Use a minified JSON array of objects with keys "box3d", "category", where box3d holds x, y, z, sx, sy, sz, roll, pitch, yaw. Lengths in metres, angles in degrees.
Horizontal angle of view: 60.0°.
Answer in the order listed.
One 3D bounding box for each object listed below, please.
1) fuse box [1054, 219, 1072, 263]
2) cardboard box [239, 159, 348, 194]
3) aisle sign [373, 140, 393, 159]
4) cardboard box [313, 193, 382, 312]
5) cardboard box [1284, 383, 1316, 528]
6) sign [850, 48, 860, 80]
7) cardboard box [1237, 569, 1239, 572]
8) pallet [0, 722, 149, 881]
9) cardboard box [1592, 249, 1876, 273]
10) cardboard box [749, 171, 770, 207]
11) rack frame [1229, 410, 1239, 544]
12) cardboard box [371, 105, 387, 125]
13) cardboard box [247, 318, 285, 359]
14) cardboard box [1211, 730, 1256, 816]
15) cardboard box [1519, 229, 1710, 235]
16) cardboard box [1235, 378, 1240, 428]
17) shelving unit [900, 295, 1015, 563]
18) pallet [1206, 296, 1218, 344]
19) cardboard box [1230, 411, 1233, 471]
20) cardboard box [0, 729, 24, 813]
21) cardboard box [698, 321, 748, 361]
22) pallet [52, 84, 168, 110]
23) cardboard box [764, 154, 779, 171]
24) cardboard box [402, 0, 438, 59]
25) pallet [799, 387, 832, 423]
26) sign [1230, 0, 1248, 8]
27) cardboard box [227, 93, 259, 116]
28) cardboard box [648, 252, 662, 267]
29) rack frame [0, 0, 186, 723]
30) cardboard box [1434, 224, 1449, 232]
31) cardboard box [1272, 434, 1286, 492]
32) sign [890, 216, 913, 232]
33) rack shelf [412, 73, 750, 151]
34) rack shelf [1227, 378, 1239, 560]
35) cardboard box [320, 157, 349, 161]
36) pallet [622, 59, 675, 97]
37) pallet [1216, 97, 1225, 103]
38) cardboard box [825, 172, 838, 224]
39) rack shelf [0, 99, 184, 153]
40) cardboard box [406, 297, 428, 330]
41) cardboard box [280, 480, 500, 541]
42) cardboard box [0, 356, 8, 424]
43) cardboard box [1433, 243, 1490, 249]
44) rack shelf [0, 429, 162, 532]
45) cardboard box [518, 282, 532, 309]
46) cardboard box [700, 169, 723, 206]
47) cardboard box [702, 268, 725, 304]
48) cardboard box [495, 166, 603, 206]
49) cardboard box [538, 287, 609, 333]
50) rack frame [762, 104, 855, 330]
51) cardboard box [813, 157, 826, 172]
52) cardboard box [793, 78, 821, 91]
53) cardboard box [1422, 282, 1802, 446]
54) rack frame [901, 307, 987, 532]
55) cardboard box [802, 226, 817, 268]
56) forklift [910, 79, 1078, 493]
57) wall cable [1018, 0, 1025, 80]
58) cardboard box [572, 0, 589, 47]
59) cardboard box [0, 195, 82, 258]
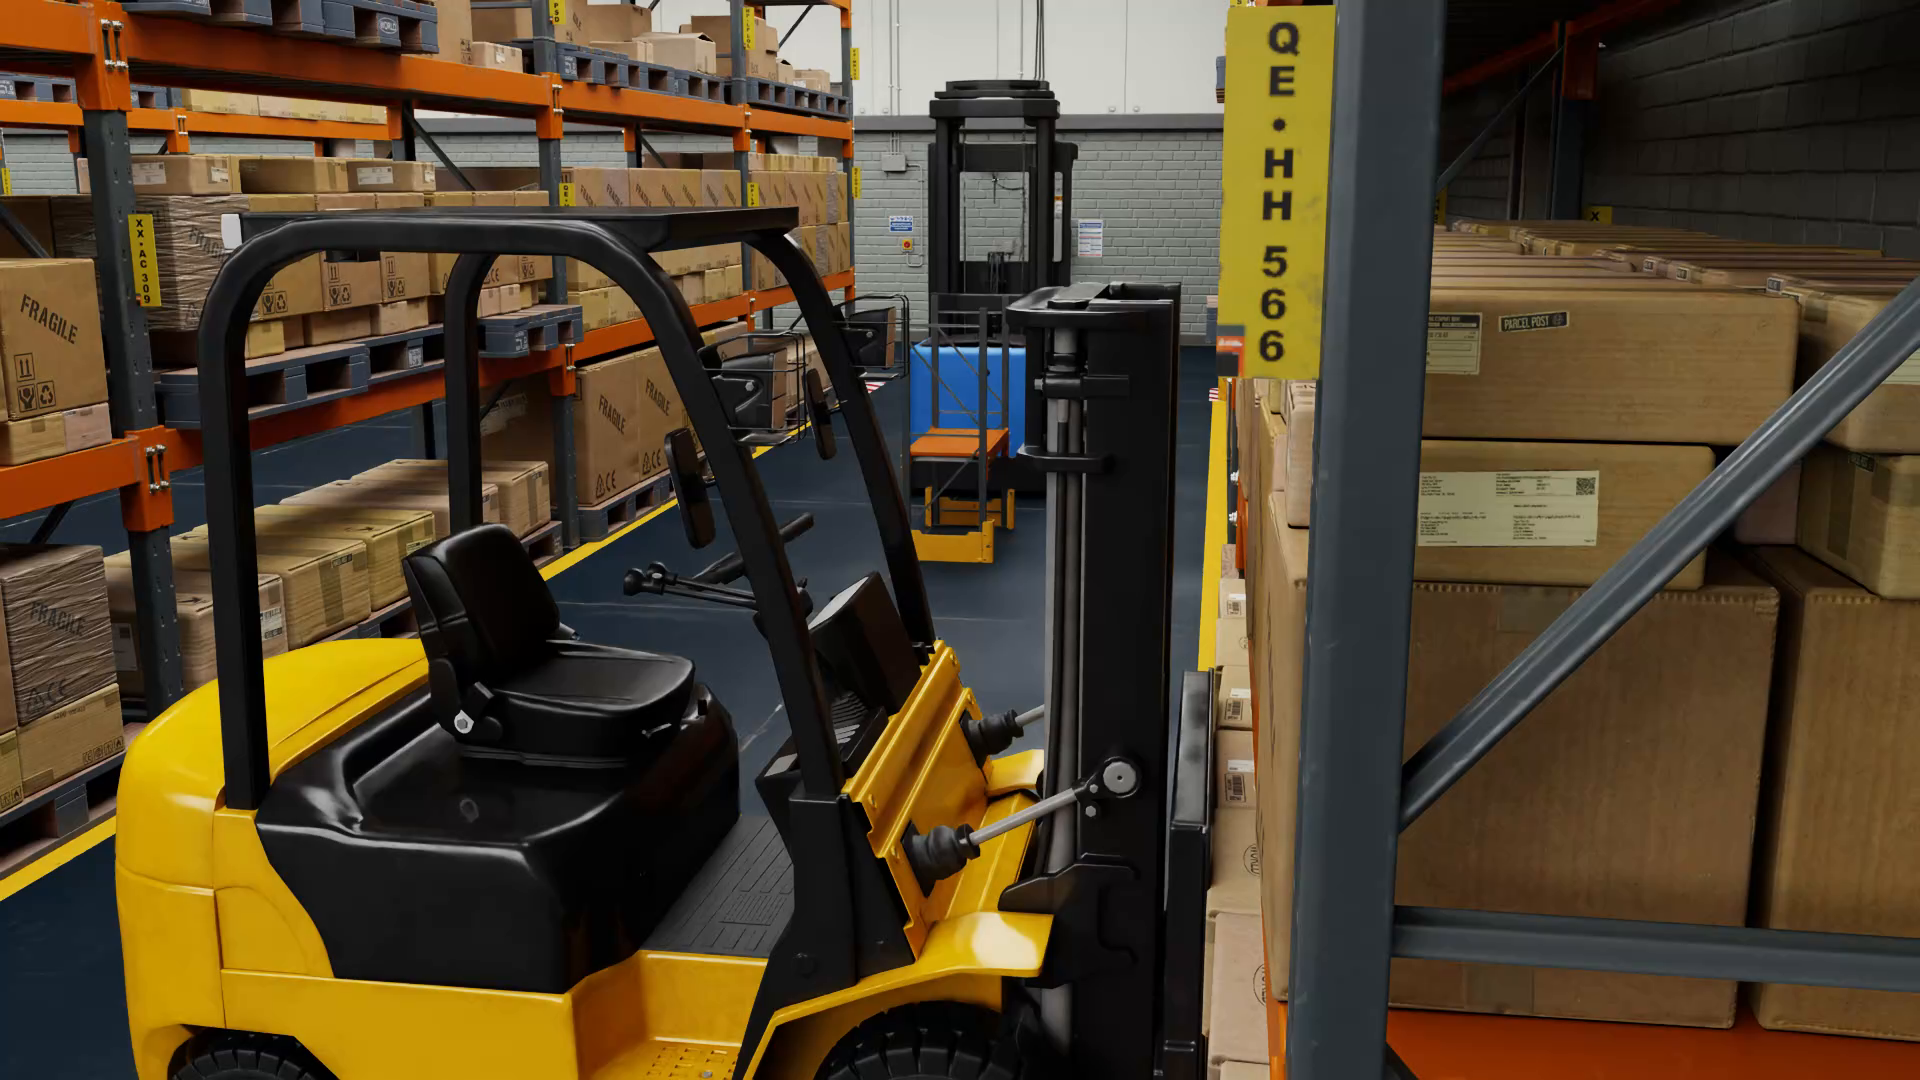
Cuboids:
[{"box3d":[1.271,-3.541,22.863,0.539,1.711,0.414,2,12,9],"category":"fuse box"},{"box3d":[-2.985,-1.629,7.454,0.380,0.149,0.250,3,12,12],"category":"cardboard box"},{"box3d":[-6.226,-4.510,18.132,0.394,0.787,0.004,2,12,9],"category":"aisle sign"},{"box3d":[-2.951,-1.291,7.426,0.500,0.500,0.500,2,12,8],"category":"cardboard box"},{"box3d":[0.604,-0.105,2.086,0.380,0.149,0.250,2,12,10],"category":"cardboard box"},{"box3d":[-1.092,-4.935,17.238,0.100,0.325,0.005,2,12,9],"category":"sign"},{"box3d":[1.939,-0.184,8.869,0.875,0.625,0.625,2,12,10],"category":"cardboard box"},{"box3d":[-3.540,0.907,5.782,1.003,0.211,1.213,2,12,9],"category":"pallet"},{"box3d":[1.249,-0.394,2.718,0.380,0.149,0.250,2,12,10],"category":"cardboard box"},{"box3d":[-1.929,-2.891,14.178,0.500,0.500,0.500,2,12,9],"category":"cardboard box"},{"box3d":[2.048,-1.269,9.264,1.000,3.000,0.127,2,12,9],"category":"rack frame"},{"box3d":[-6.342,-4.524,17.601,0.500,0.250,0.500,2,12,7],"category":"cardboard box"},{"box3d":[-3.028,-0.836,6.851,0.380,0.149,0.250,2,12,10],"category":"cardboard box"},{"box3d":[0.806,0.623,3.639,0.500,0.250,0.500,2,12,8],"category":"cardboard box"},{"box3d":[1.539,-0.658,3.944,0.380,0.149,0.250,2,12,8],"category":"cardboard box"},{"box3d":[1.324,-0.582,6.428,0.500,0.250,0.500,2,12,8],"category":"cardboard box"},{"box3d":[-0.012,-0.717,10.262,0.587,1.500,1.083,2,12,9],"category":"shelving unit"},{"box3d":[2.083,-1.319,9.949,1.213,0.211,1.003,2,12,9],"category":"pallet"},{"box3d":[2.128,-0.669,11.416,0.500,0.500,0.500,1,12,7],"category":"cardboard box"},{"box3d":[-3.369,0.785,5.261,0.500,0.250,0.500,2,12,7],"category":"cardboard box"},{"box3d":[-2.258,-1.297,13.439,0.875,0.875,0.875,2,12,10],"category":"cardboard box"},{"box3d":[-7.349,-3.651,13.640,1.213,0.211,1.003,2,12,9],"category":"pallet"},{"box3d":[-1.817,-3.332,14.686,0.380,0.149,0.250,2,12,8],"category":"cardboard box"},{"box3d":[-3.063,-2.628,8.202,0.797,0.503,0.637,2,12,9],"category":"cardboard box"},{"box3d":[-1.862,-1.309,16.068,1.003,0.211,1.213,2,12,9],"category":"pallet"},{"box3d":[1.512,-3.007,8.977,0.100,0.325,0.005,2,12,9],"category":"sign"},{"box3d":[-6.748,-3.987,15.109,0.500,0.250,0.500,2,12,8],"category":"cardboard box"},{"box3d":[-2.365,-1.909,11.400,0.500,0.250,0.500,2,12,8],"category":"cardboard box"},{"box3d":[-3.472,-0.597,6.143,1.000,3.000,0.127,2,12,9],"category":"rack frame"},{"box3d":[1.110,-0.781,4.513,0.380,0.149,0.250,2,12,8],"category":"cardboard box"},{"box3d":[0.723,0.128,2.540,0.500,0.500,0.500,2,12,10],"category":"cardboard box"},{"box3d":[-0.821,-4.416,23.222,0.327,0.218,0.001,2,12,9],"category":"sign"},{"box3d":[-2.549,-2.960,11.698,1.077,0.370,4.000,2,12,9],"category":"rack shelf"},{"box3d":[1.741,-0.501,7.408,1.077,0.370,4.000,2,12,9],"category":"rack shelf"},{"box3d":[-6.507,-3.600,16.761,0.500,0.500,0.500,3,12,12],"category":"cardboard box"},{"box3d":[-2.641,-3.172,11.421,1.003,0.211,1.213,2,12,11],"category":"pallet"},{"box3d":[2.494,-3.343,12.212,1.213,0.211,1.003,2,12,9],"category":"pallet"},{"box3d":[-1.517,-3.415,16.607,0.500,0.500,0.500,2,12,9],"category":"cardboard box"},{"box3d":[-7.456,-3.100,12.345,1.077,0.370,4.000,2,12,9],"category":"rack shelf"},{"box3d":[-2.835,-1.111,8.128,0.380,0.149,0.250,1,12,7],"category":"cardboard box"},{"box3d":[-3.059,-0.079,8.981,0.950,0.372,0.625,2,12,8],"category":"cardboard box"},{"box3d":[-3.367,-0.583,5.136,0.500,0.500,0.500,2,12,11],"category":"cardboard box"},{"box3d":[0.762,-0.466,3.052,0.380,0.149,0.250,2,12,10],"category":"cardboard box"},{"box3d":[-3.780,0.171,4.287,1.077,0.370,4.000,2,12,9],"category":"rack shelf"},{"box3d":[-2.645,-1.378,9.367,0.380,0.149,0.250,2,12,10],"category":"cardboard box"},{"box3d":[-2.135,-2.591,12.784,0.500,0.500,0.500,2,12,10],"category":"cardboard box"},{"box3d":[-2.141,-1.981,12.923,0.500,0.250,0.500,2,12,8],"category":"cardboard box"},{"box3d":[-2.539,-2.062,10.330,0.500,0.500,0.500,1,12,7],"category":"cardboard box"},{"box3d":[-2.533,-1.450,10.457,0.500,0.250,0.500,2,12,8],"category":"cardboard box"},{"box3d":[-1.627,-3.095,17.734,1.000,3.000,0.127,2,12,9],"category":"rack frame"},{"box3d":[-1.535,-3.707,16.425,0.380,0.149,0.250,2,12,10],"category":"cardboard box"},{"box3d":[-1.592,-4.506,16.524,0.380,0.149,0.250,1,12,4],"category":"cardboard box"},{"box3d":[0.665,-0.197,1.804,0.380,0.149,0.250,2,12,9],"category":"cardboard box"},{"box3d":[-0.091,-0.610,9.762,0.500,1.500,0.032,2,12,9],"category":"rack frame"},{"box3d":[-1.667,-2.715,15.736,0.500,0.500,0.500,2,12,10],"category":"cardboard box"},{"box3d":[0.333,-2.031,12.963,1.130,2.935,3.031,2,12,8],"category":"forklift"},{"box3d":[-0.287,-7.196,22.523,2.355,3.000,0.029,2,12,9],"category":"wall cable"},{"box3d":[-2.872,-3.526,11.382,0.500,0.500,0.500,2,12,9],"category":"cardboard box"},{"box3d":[-3.628,-1.100,6.537,0.500,0.500,0.500,2,12,8],"category":"cardboard box"}]
